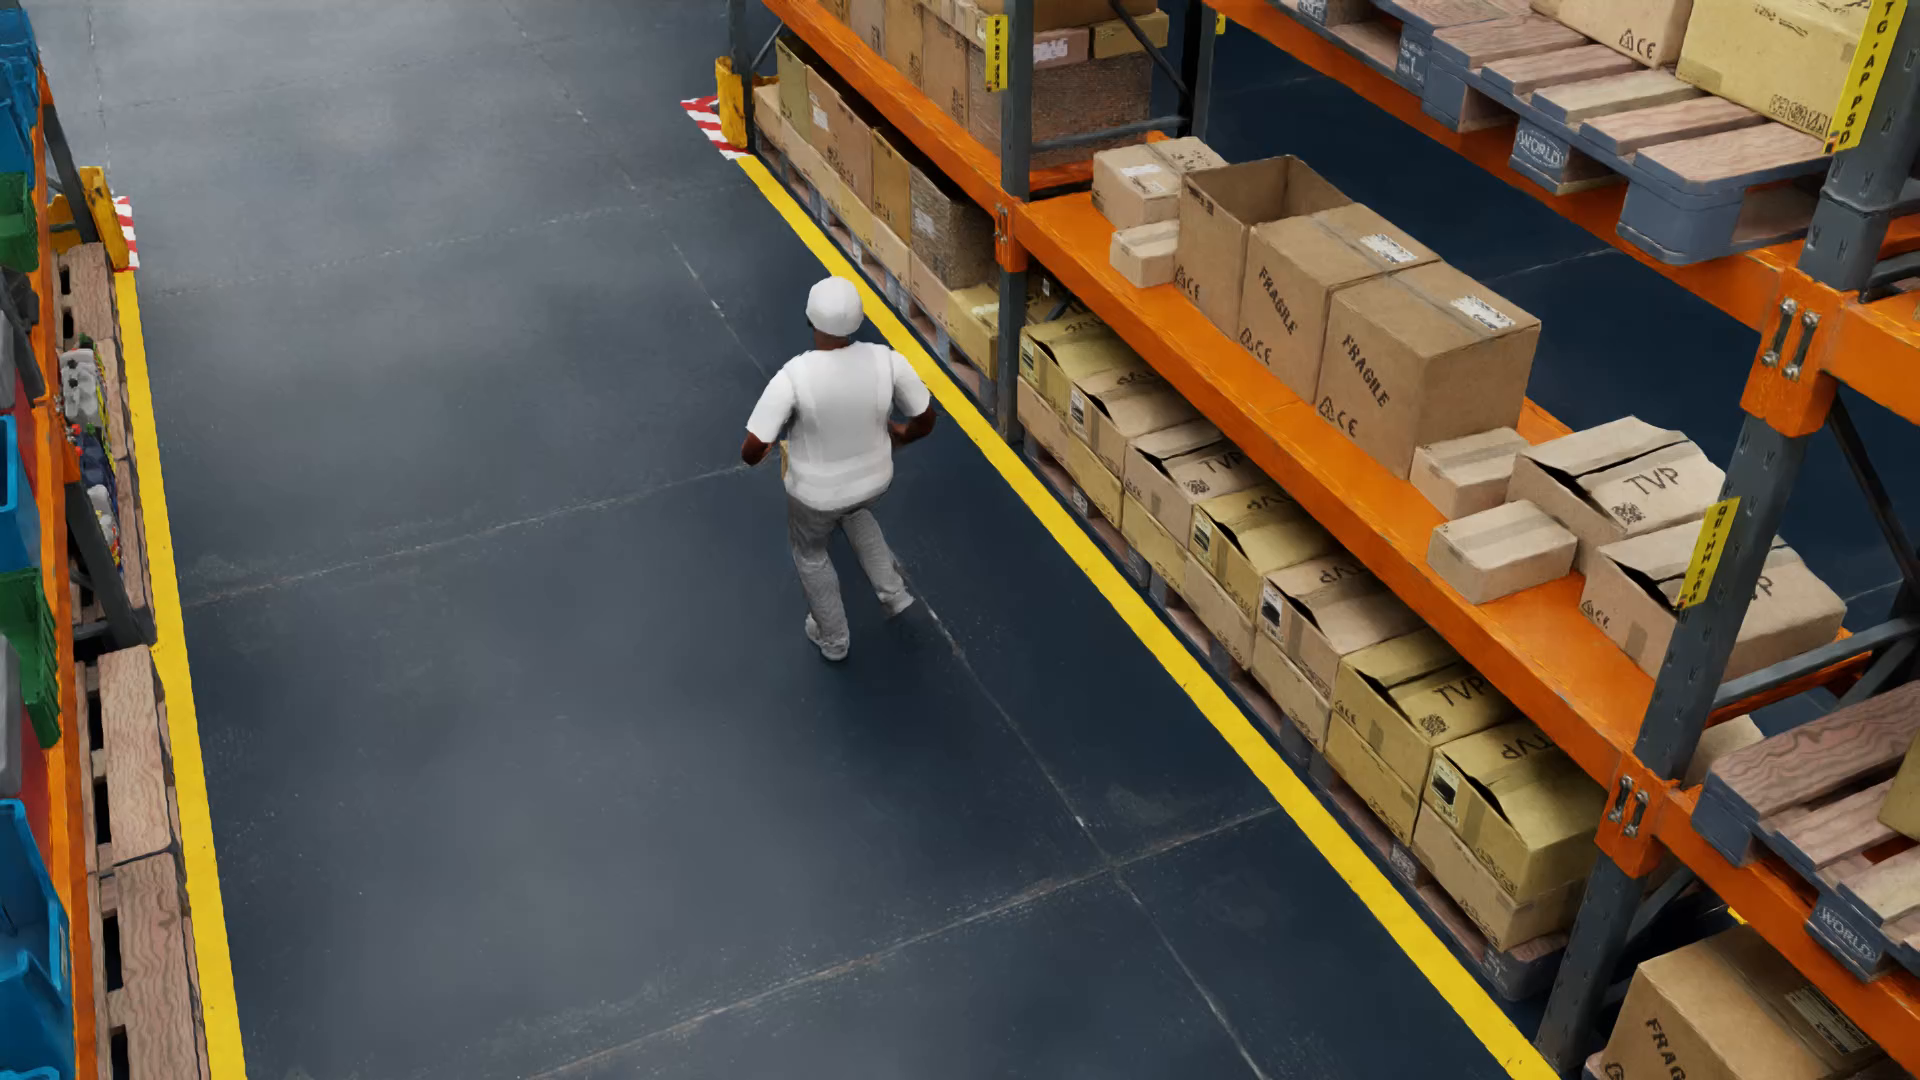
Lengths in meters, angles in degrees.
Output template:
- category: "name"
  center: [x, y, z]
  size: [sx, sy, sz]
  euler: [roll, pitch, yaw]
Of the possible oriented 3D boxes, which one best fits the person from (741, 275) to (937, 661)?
- category: "person"
  center: [-0.514, -0.267, 6.514]
  size: [0.753, 1.732, 0.524]
  euler: [-20, 41, -25]
